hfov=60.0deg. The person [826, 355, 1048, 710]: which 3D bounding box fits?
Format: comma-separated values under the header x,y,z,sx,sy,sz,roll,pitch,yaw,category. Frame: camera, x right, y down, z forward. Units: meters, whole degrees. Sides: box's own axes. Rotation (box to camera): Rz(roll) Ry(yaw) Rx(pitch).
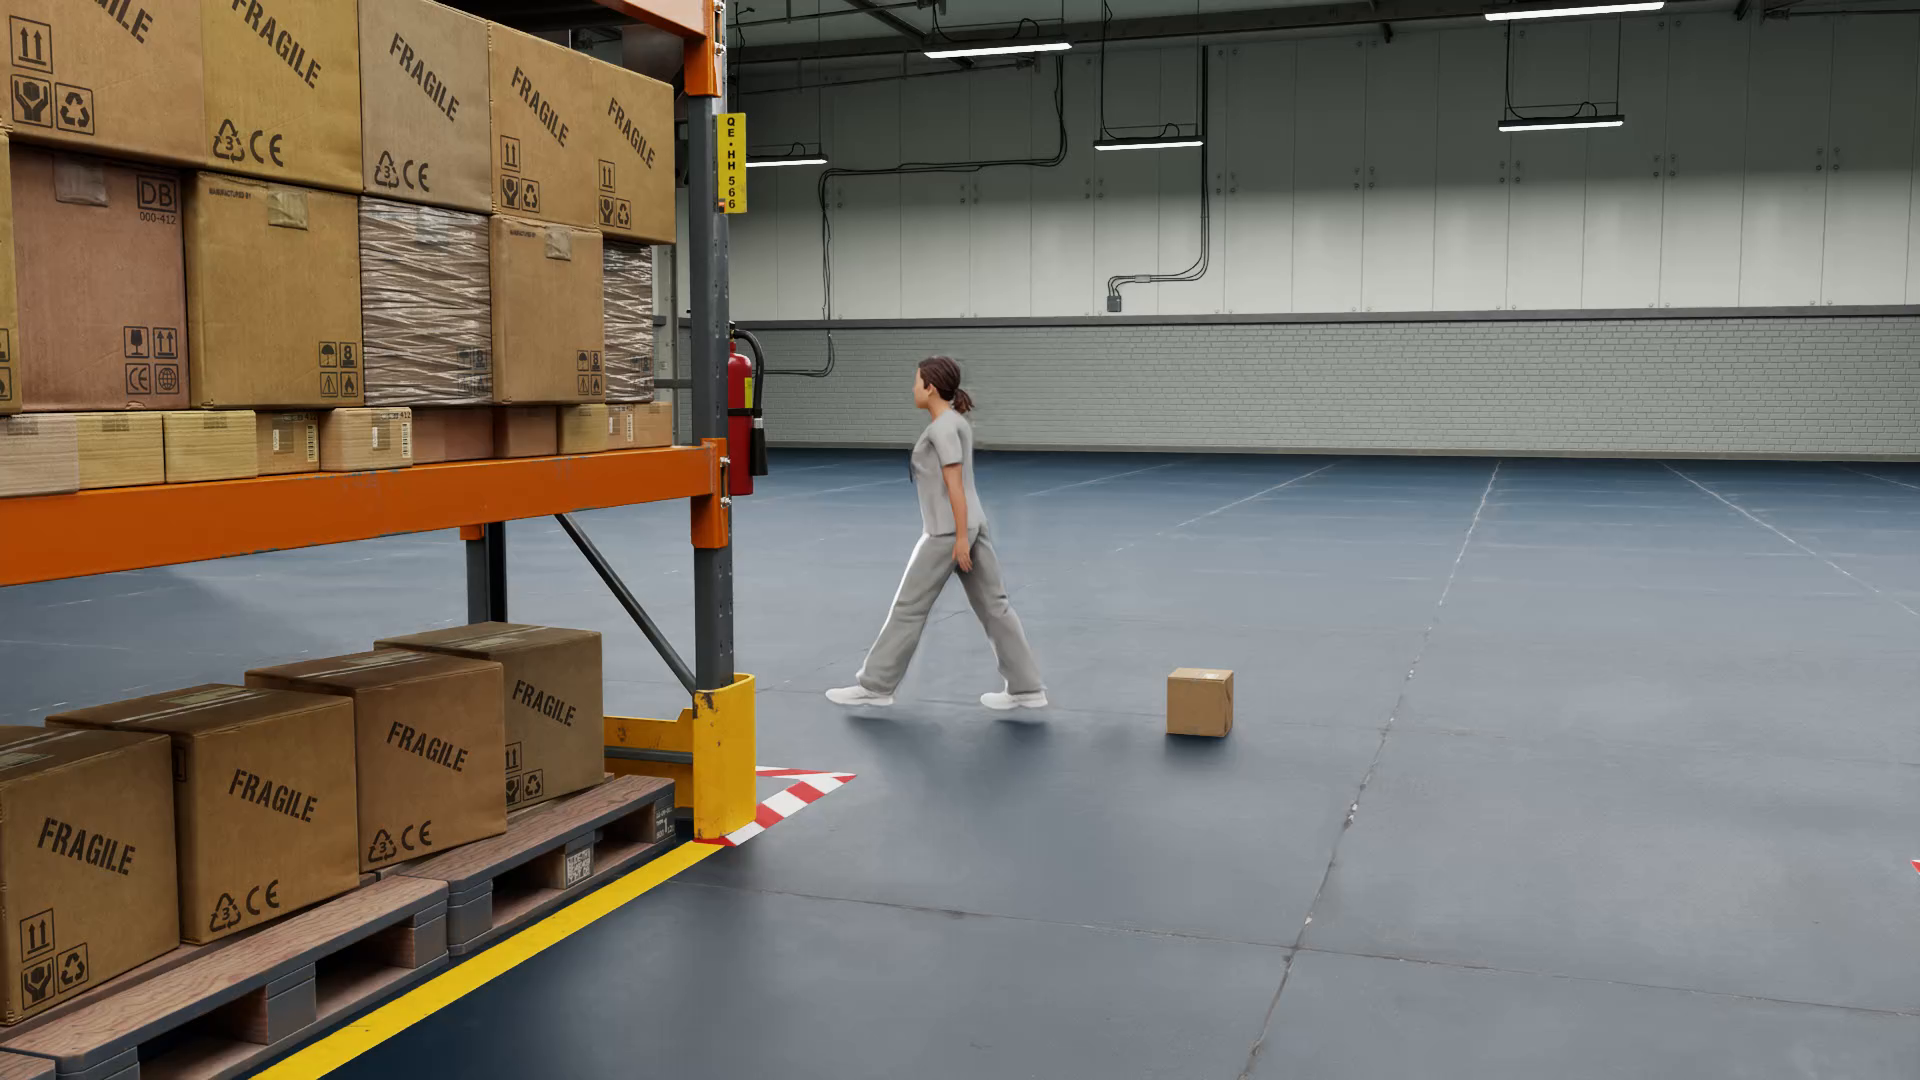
x,y,z,sx,sy,sz,roll,pitch,yaw,category
-0.090,-0.036,7.563,1.011,1.598,0.469,2,6,17,person
